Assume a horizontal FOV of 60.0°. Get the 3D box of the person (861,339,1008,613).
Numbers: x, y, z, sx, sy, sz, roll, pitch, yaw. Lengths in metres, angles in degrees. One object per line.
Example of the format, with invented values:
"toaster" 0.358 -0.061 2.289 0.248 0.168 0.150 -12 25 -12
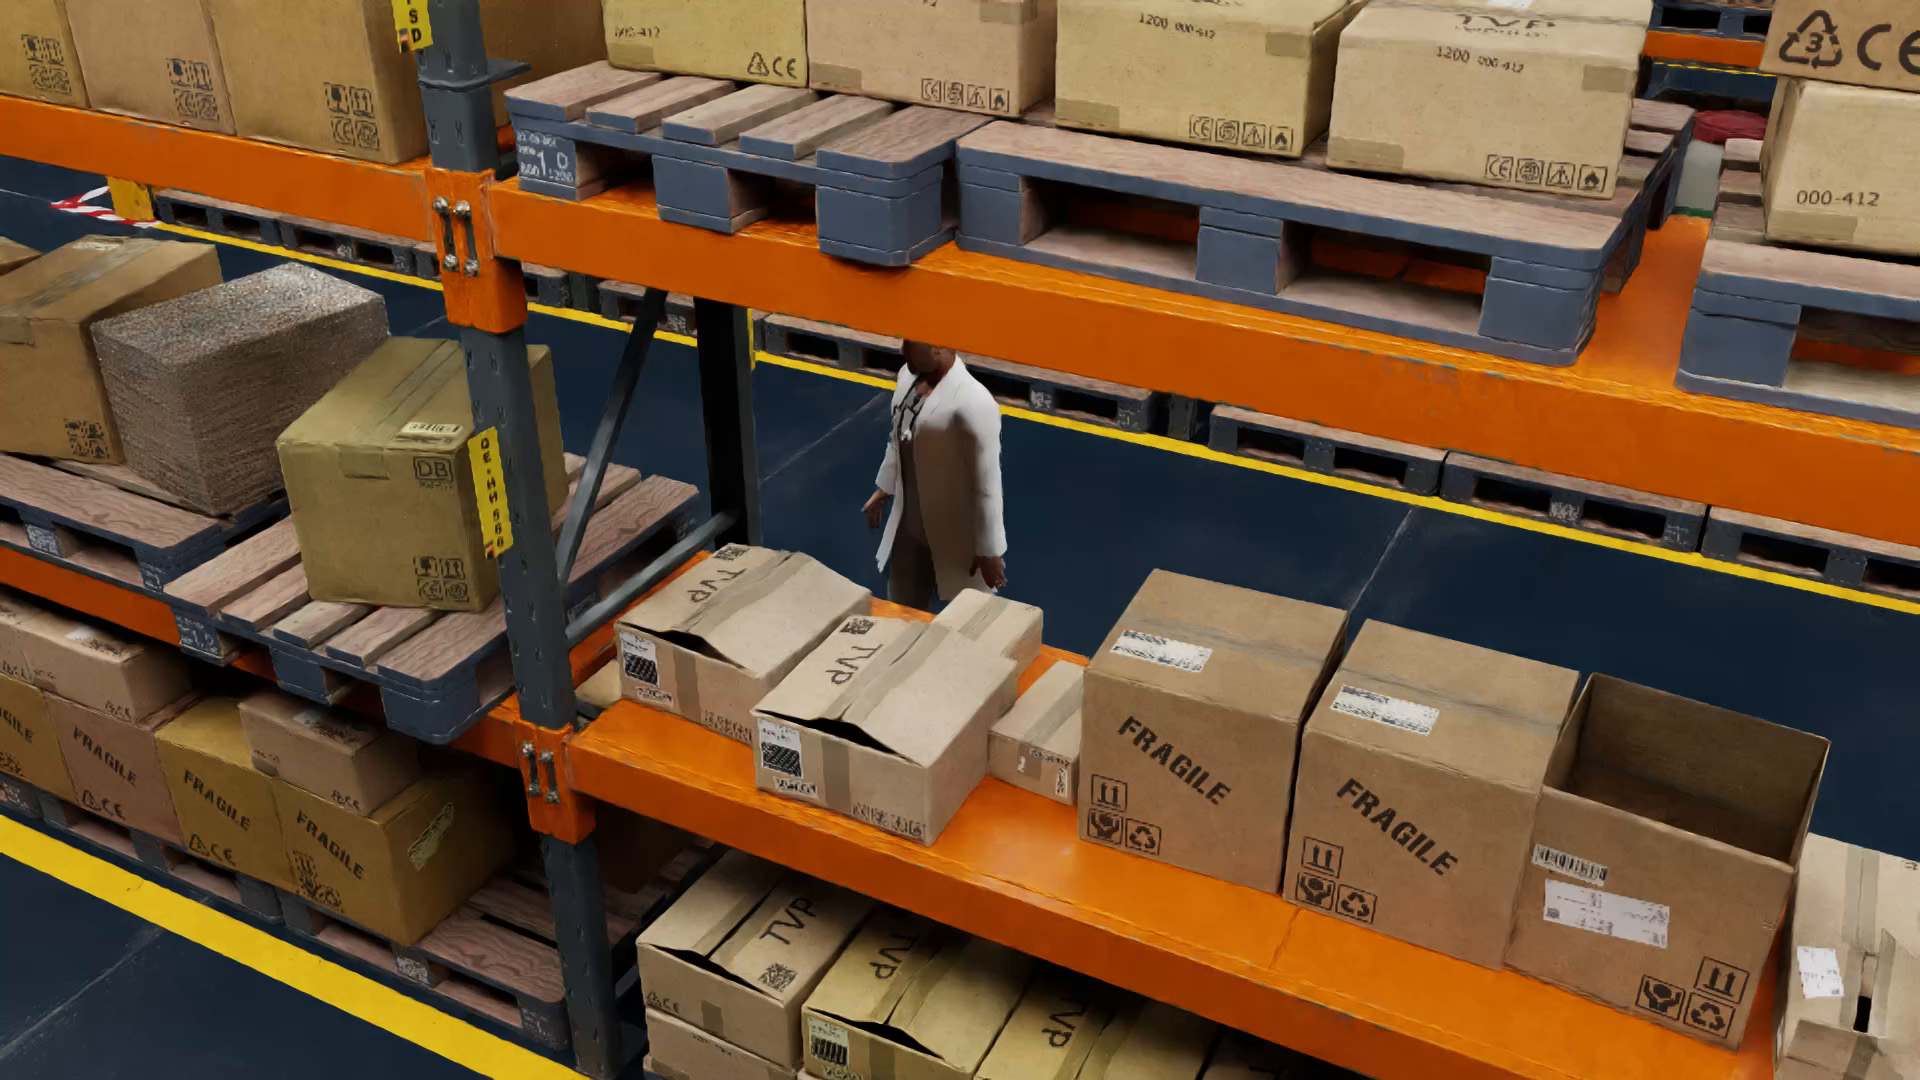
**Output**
"person" -0.115 -0.045 6.202 0.678 1.775 0.707 -22 36 -33
